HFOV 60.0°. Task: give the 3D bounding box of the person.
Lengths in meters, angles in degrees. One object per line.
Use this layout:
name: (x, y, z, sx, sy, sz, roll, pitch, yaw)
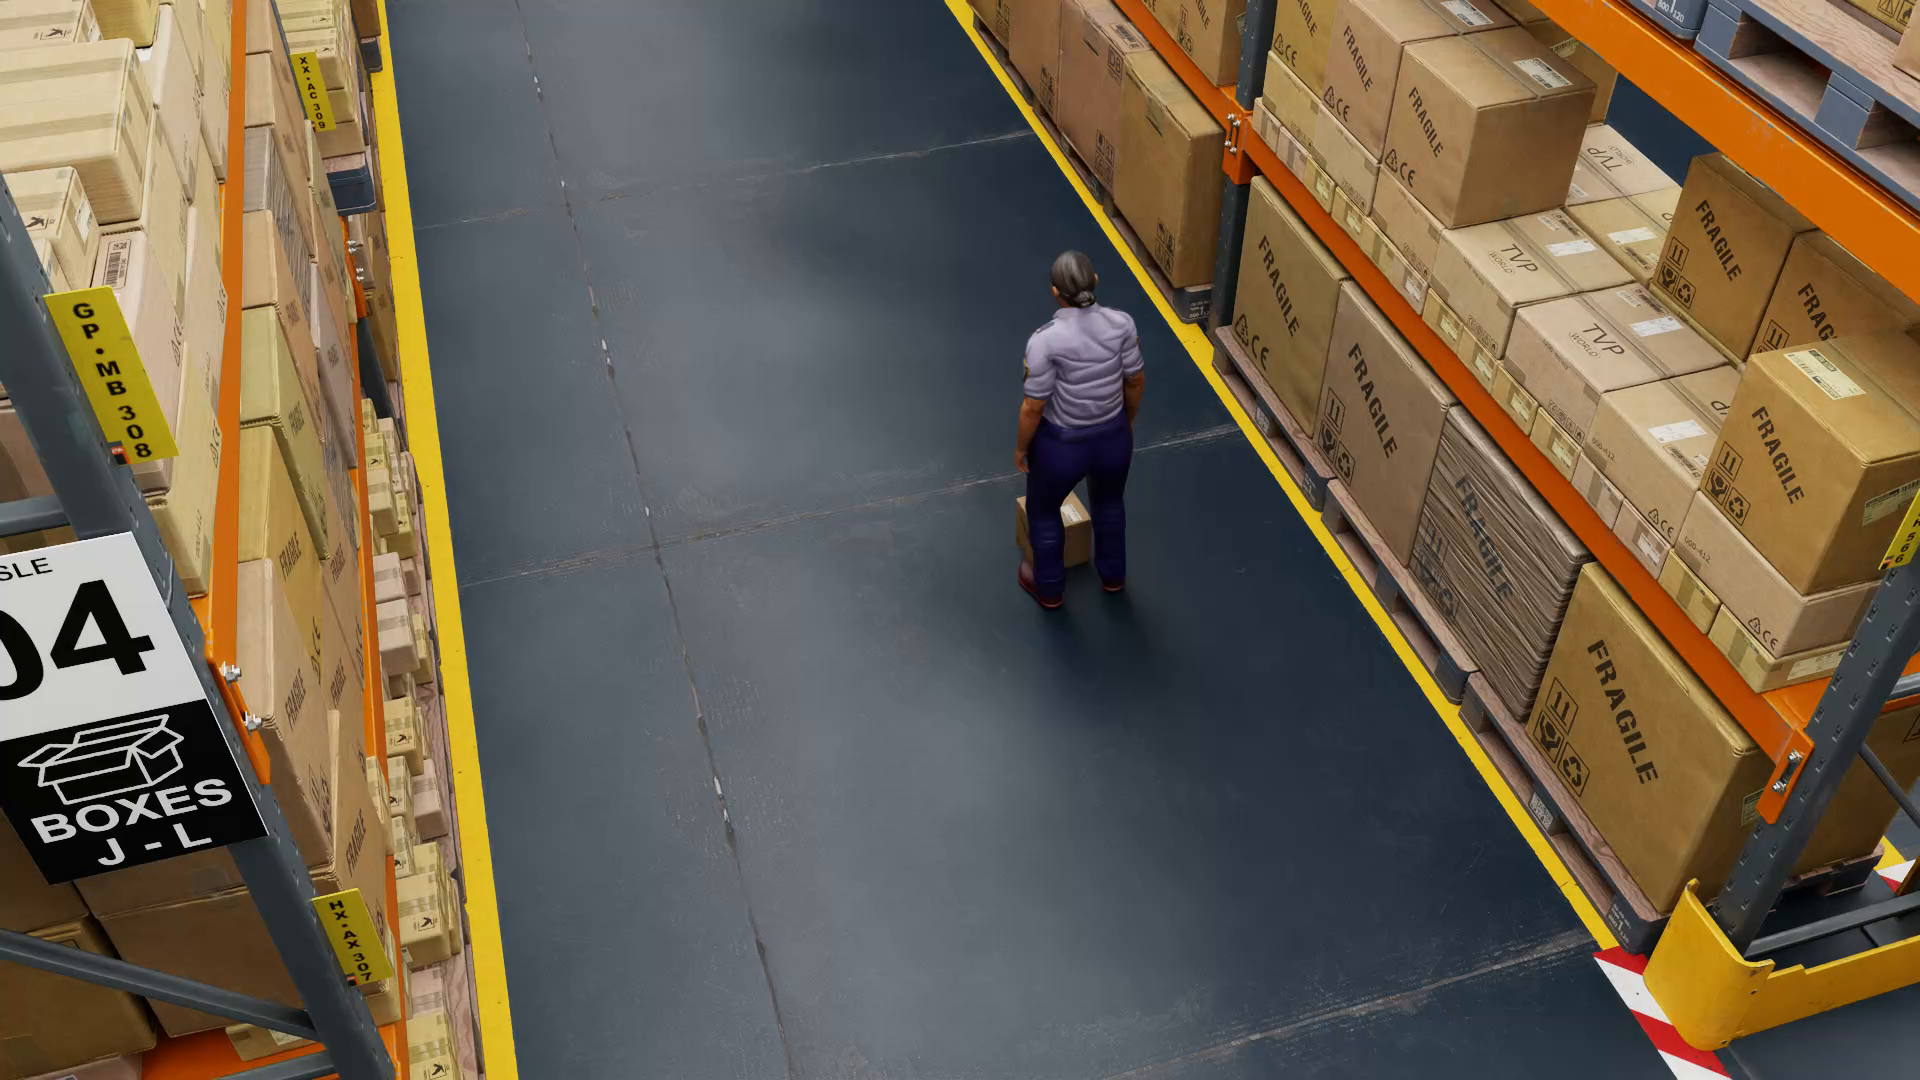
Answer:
person: (0.482, -0.409, 6.614, 0.537, 1.651, 0.373, -12, 44, -13)
